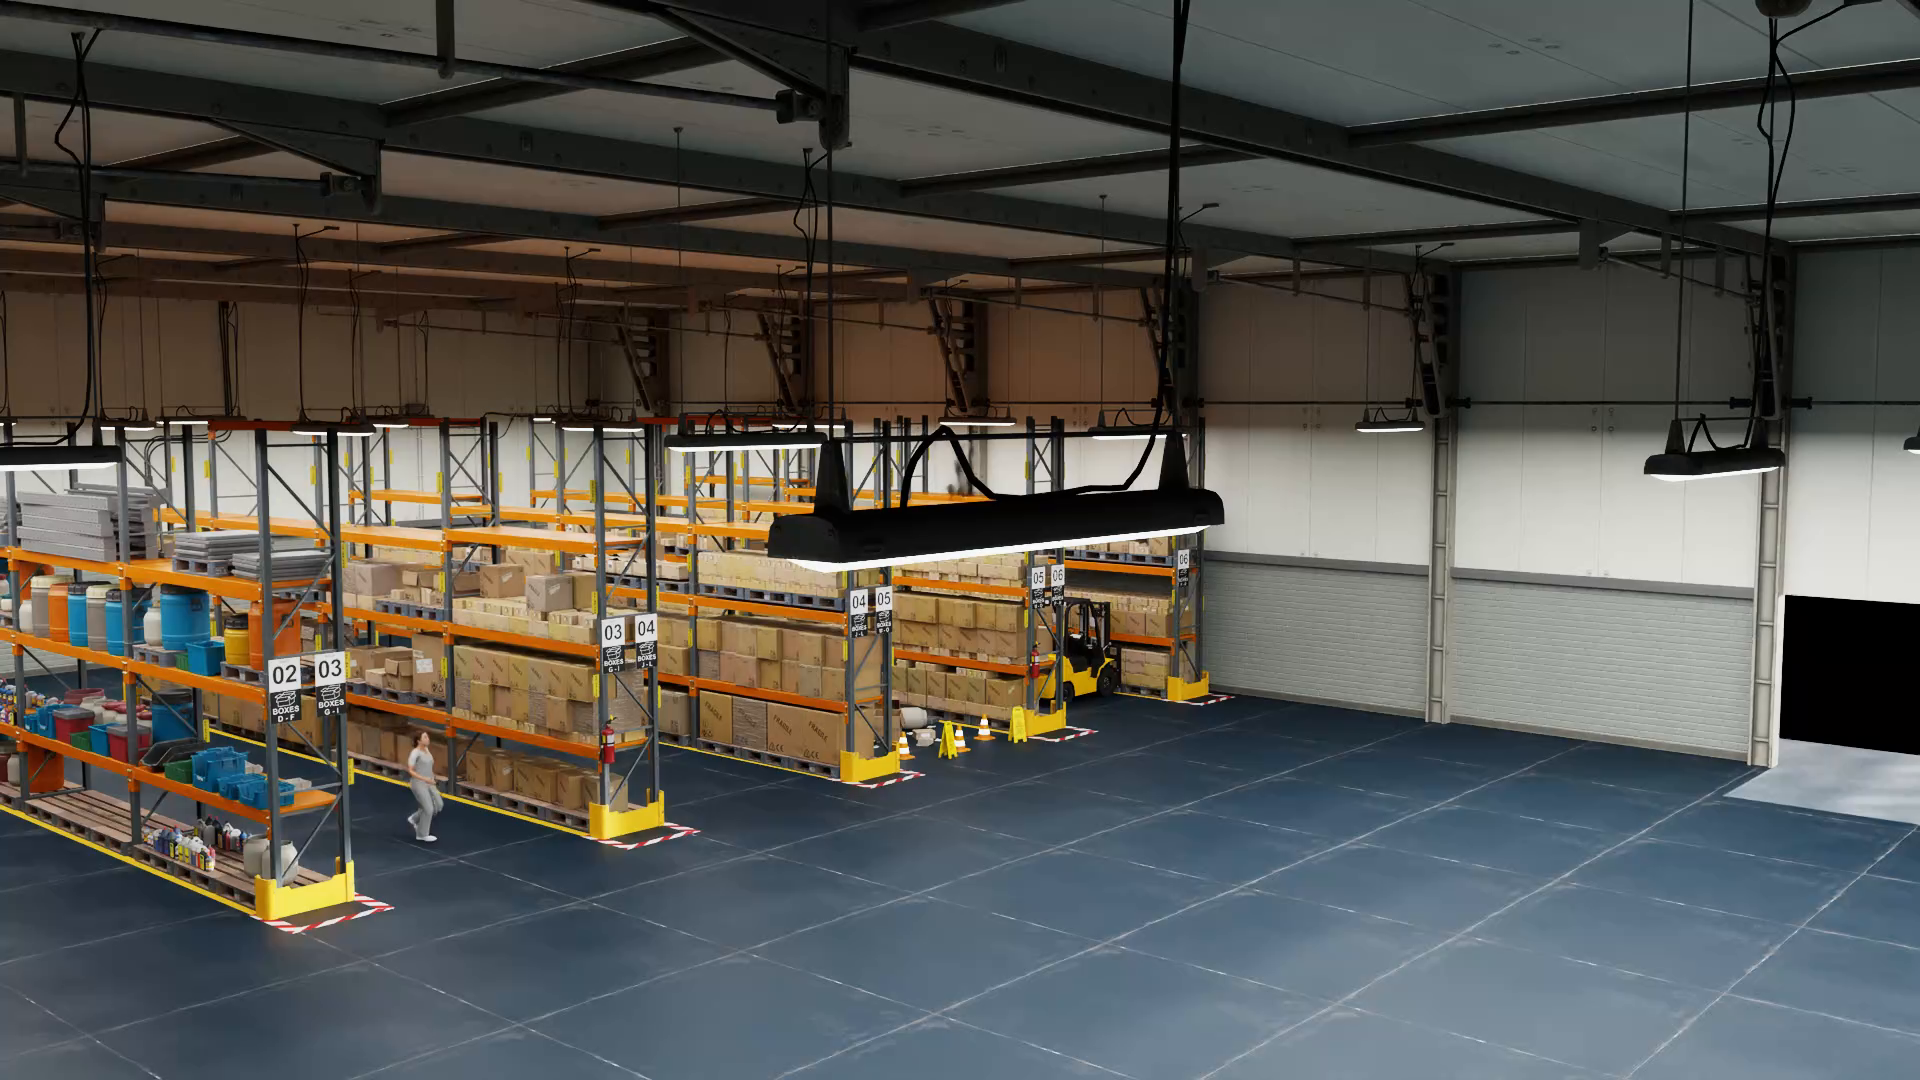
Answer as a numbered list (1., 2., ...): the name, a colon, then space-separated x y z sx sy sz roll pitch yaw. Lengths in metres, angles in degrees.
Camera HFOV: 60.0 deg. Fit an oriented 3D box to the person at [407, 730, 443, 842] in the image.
1. person: -7.750 3.535 23.925 0.560 1.634 0.582 1 5 12
